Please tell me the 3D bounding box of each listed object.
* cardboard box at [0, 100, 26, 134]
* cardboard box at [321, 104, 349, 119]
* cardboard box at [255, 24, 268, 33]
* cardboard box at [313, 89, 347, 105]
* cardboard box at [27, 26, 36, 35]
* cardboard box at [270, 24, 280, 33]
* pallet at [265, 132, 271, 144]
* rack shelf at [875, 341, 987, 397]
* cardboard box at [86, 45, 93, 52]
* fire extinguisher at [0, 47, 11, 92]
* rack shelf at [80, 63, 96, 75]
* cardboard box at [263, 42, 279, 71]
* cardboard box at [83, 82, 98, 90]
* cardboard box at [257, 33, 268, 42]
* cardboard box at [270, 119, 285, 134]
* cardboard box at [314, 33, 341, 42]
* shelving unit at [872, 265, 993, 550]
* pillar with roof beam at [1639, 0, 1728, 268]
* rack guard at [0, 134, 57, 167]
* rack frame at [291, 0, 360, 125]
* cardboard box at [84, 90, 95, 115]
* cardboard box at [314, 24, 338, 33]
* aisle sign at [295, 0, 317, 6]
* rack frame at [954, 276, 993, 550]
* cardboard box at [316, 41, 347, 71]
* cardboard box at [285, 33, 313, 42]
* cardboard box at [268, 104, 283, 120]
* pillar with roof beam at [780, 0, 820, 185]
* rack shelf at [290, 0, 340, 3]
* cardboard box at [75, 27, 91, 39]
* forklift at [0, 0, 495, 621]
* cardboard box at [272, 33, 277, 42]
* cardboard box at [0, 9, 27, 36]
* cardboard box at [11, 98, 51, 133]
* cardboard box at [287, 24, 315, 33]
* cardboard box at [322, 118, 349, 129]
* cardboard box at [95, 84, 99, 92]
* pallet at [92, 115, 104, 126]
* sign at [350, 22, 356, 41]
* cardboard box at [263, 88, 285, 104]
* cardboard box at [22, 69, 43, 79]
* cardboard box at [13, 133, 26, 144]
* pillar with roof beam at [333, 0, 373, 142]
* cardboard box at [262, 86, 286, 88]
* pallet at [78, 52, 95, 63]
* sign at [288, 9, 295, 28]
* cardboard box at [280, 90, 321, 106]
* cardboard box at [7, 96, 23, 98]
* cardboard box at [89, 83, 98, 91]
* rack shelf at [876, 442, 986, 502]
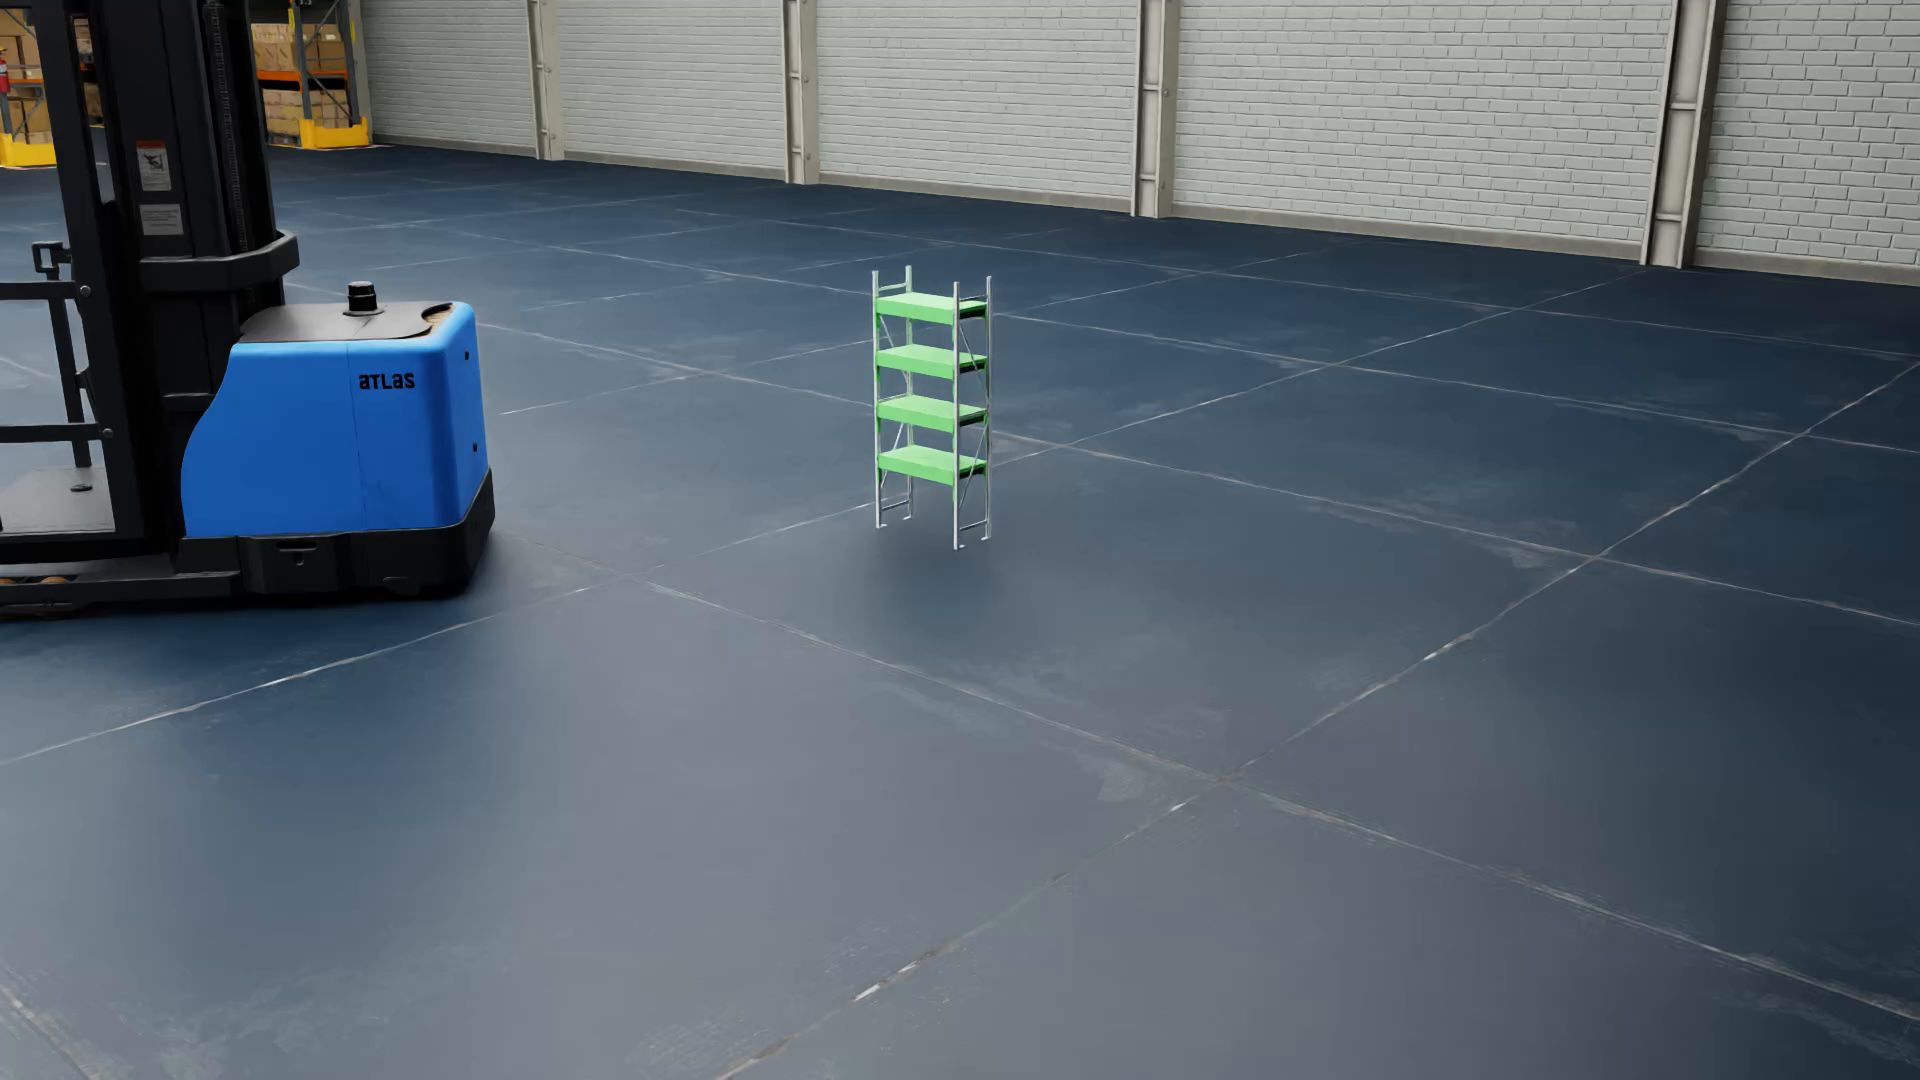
[{"bbox_3d":[-15.336,-6.764,26.578,0.500,0.500,0.500,15,23,40],"label":"cardboard box"},{"bbox_3d":[-11.486,-7.808,30.281,0.500,0.250,0.500,16,23,40],"label":"cardboard box"},{"bbox_3d":[-12.504,-9.245,30.053,0.250,0.149,0.380,16,23,41],"label":"cardboard box"},{"bbox_3d":[-11.506,-8.044,30.199,0.500,0.250,0.500,15,23,38],"label":"cardboard box"},{"bbox_3d":[-20.034,-11.048,36.606,0.500,0.500,0.700,16,23,41],"label":"cardboard box"},{"bbox_3d":[-12.098,-9.151,29.757,0.250,0.149,0.380,16,23,40],"label":"cardboard box"},{"bbox_3d":[-12.780,-7.599,31.206,1.213,0.211,1.003,15,23,39],"label":"pallet"},{"bbox_3d":[-0.124,-0.773,7.482,0.480,0.148,0.258,15,23,39],"label":"rack shelf"},{"bbox_3d":[-18.001,-10.271,34.736,0.250,0.149,0.380,16,23,40],"label":"cardboard box"},{"bbox_3d":[-14.784,-7.251,25.628,0.183,0.674,0.296,15,23,39],"label":"fire extinguisher"},{"bbox_3d":[-18.751,-10.204,35.994,4.000,0.370,1.077,15,23,39],"label":"rack shelf"},{"bbox_3d":[-12.196,-8.732,30.002,0.500,0.500,0.500,16,24,41],"label":"cardboard box"},{"bbox_3d":[-18.766,-9.777,35.827,0.250,0.149,0.380,14,22,37],"label":"cardboard box"},{"bbox_3d":[-12.490,-9.108,30.113,0.250,0.149,0.380,14,22,38],"label":"cardboard box"},{"bbox_3d":[-12.199,-7.553,30.304,0.500,0.250,0.500,15,23,39],"label":"cardboard box"},{"bbox_3d":[-11.353,-9.022,29.845,0.250,0.149,0.380,14,23,38],"label":"cardboard box"},{"bbox_3d":[-0.124,-0.605,7.535,0.503,1.200,0.258,15,23,39],"label":"shelving unit"},{"bbox_3d":[3.899,-5.949,11.481,0.400,9.000,9.100,15,23,39],"label":"pillar with roof beam"},{"bbox_3d":[-14.621,-6.239,26.444,0.348,0.500,1.175,15,23,39],"label":"rack guard"},{"bbox_3d":[-11.272,-8.539,29.559,0.127,3.000,1.000,15,23,39],"label":"rack frame"},{"bbox_3d":[-18.475,-9.397,35.702,0.500,0.500,0.500,16,24,42],"label":"cardboard box"},{"bbox_3d":[-11.381,-9.153,29.765,0.250,0.149,0.380,14,23,38],"label":"cardboard box"},{"bbox_3d":[-11.418,-9.698,28.914,0.004,0.787,0.394,15,23,39],"label":"aisle sign"},{"bbox_3d":[0.059,-0.556,7.381,0.015,1.200,0.240,15,23,39],"label":"rack frame"},{"bbox_3d":[-11.458,-8.749,30.055,0.500,0.500,0.500,16,24,41],"label":"cardboard box"},{"bbox_3d":[-11.717,-8.902,29.465,0.250,0.149,0.380,15,23,40],"label":"cardboard box"},{"bbox_3d":[-12.211,-7.797,30.245,0.500,0.250,0.500,15,23,39],"label":"cardboard box"},{"bbox_3d":[-5.077,-8.359,19.073,0.400,9.000,9.100,15,23,39],"label":"pillar with roof beam"},{"bbox_3d":[-12.768,-10.027,30.479,4.000,0.370,1.077,15,23,39],"label":"rack shelf"},{"bbox_3d":[-18.599,-10.680,35.442,0.637,0.503,0.797,14,23,38],"label":"cardboard box"},{"bbox_3d":[-3.595,-1.244,6.688,3.031,2.935,1.130,-2,18,-8],"label":"forklift"},{"bbox_3d":[-12.081,-9.012,29.813,0.250,0.149,0.380,16,23,40],"label":"cardboard box"},{"bbox_3d":[-15.091,-8.134,25.974,0.500,0.500,0.700,14,23,38],"label":"cardboard box"},{"bbox_3d":[-15.002,-6.891,26.979,0.500,0.500,0.500,14,22,37],"label":"cardboard box"},{"bbox_3d":[-11.680,-9.062,29.477,0.250,0.149,0.380,15,23,39],"label":"cardboard box"},{"bbox_3d":[-11.509,-7.571,30.361,0.500,0.250,0.500,15,23,39],"label":"cardboard box"},{"bbox_3d":[-18.018,-9.553,35.119,0.250,0.149,0.380,14,22,36],"label":"cardboard box"},{"bbox_3d":[-17.789,-8.974,35.541,1.213,0.211,1.003,15,23,39],"label":"pallet"},{"bbox_3d":[-10.899,-9.114,29.807,0.005,0.325,0.100,15,23,39],"label":"sign"},{"bbox_3d":[-12.593,-8.127,30.460,0.500,0.250,0.500,15,23,40],"label":"cardboard box"},{"bbox_3d":[-14.680,-7.410,26.418,0.250,0.149,0.380,15,23,39],"label":"cardboard box"},{"bbox_3d":[-15.365,-6.411,26.705,0.500,0.250,0.500,15,23,39],"label":"cardboard box"},{"bbox_3d":[-14.052,-10.768,26.665,0.400,9.000,9.100,15,23,39],"label":"pillar with roof beam"},{"bbox_3d":[-13.009,-8.450,31.477,0.500,0.250,0.500,15,23,40],"label":"cardboard box"},{"bbox_3d":[-17.809,-10.174,35.028,1.003,0.211,1.213,15,23,39],"label":"pallet"},{"bbox_3d":[-11.642,-9.084,28.970,0.005,0.325,0.100,15,23,39],"label":"sign"},{"bbox_3d":[-11.823,-7.927,29.829,0.500,0.250,0.500,16,24,41],"label":"cardboard box"},{"bbox_3d":[-15.765,-7.098,27.630,0.500,0.500,0.500,16,23,40],"label":"cardboard box"},{"bbox_3d":[-18.353,-9.679,35.516,0.250,0.149,0.380,16,24,41],"label":"cardboard box"},{"bbox_3d":[-0.124,-0.315,7.627,0.480,0.148,0.258,15,23,39],"label":"rack shelf"}]
